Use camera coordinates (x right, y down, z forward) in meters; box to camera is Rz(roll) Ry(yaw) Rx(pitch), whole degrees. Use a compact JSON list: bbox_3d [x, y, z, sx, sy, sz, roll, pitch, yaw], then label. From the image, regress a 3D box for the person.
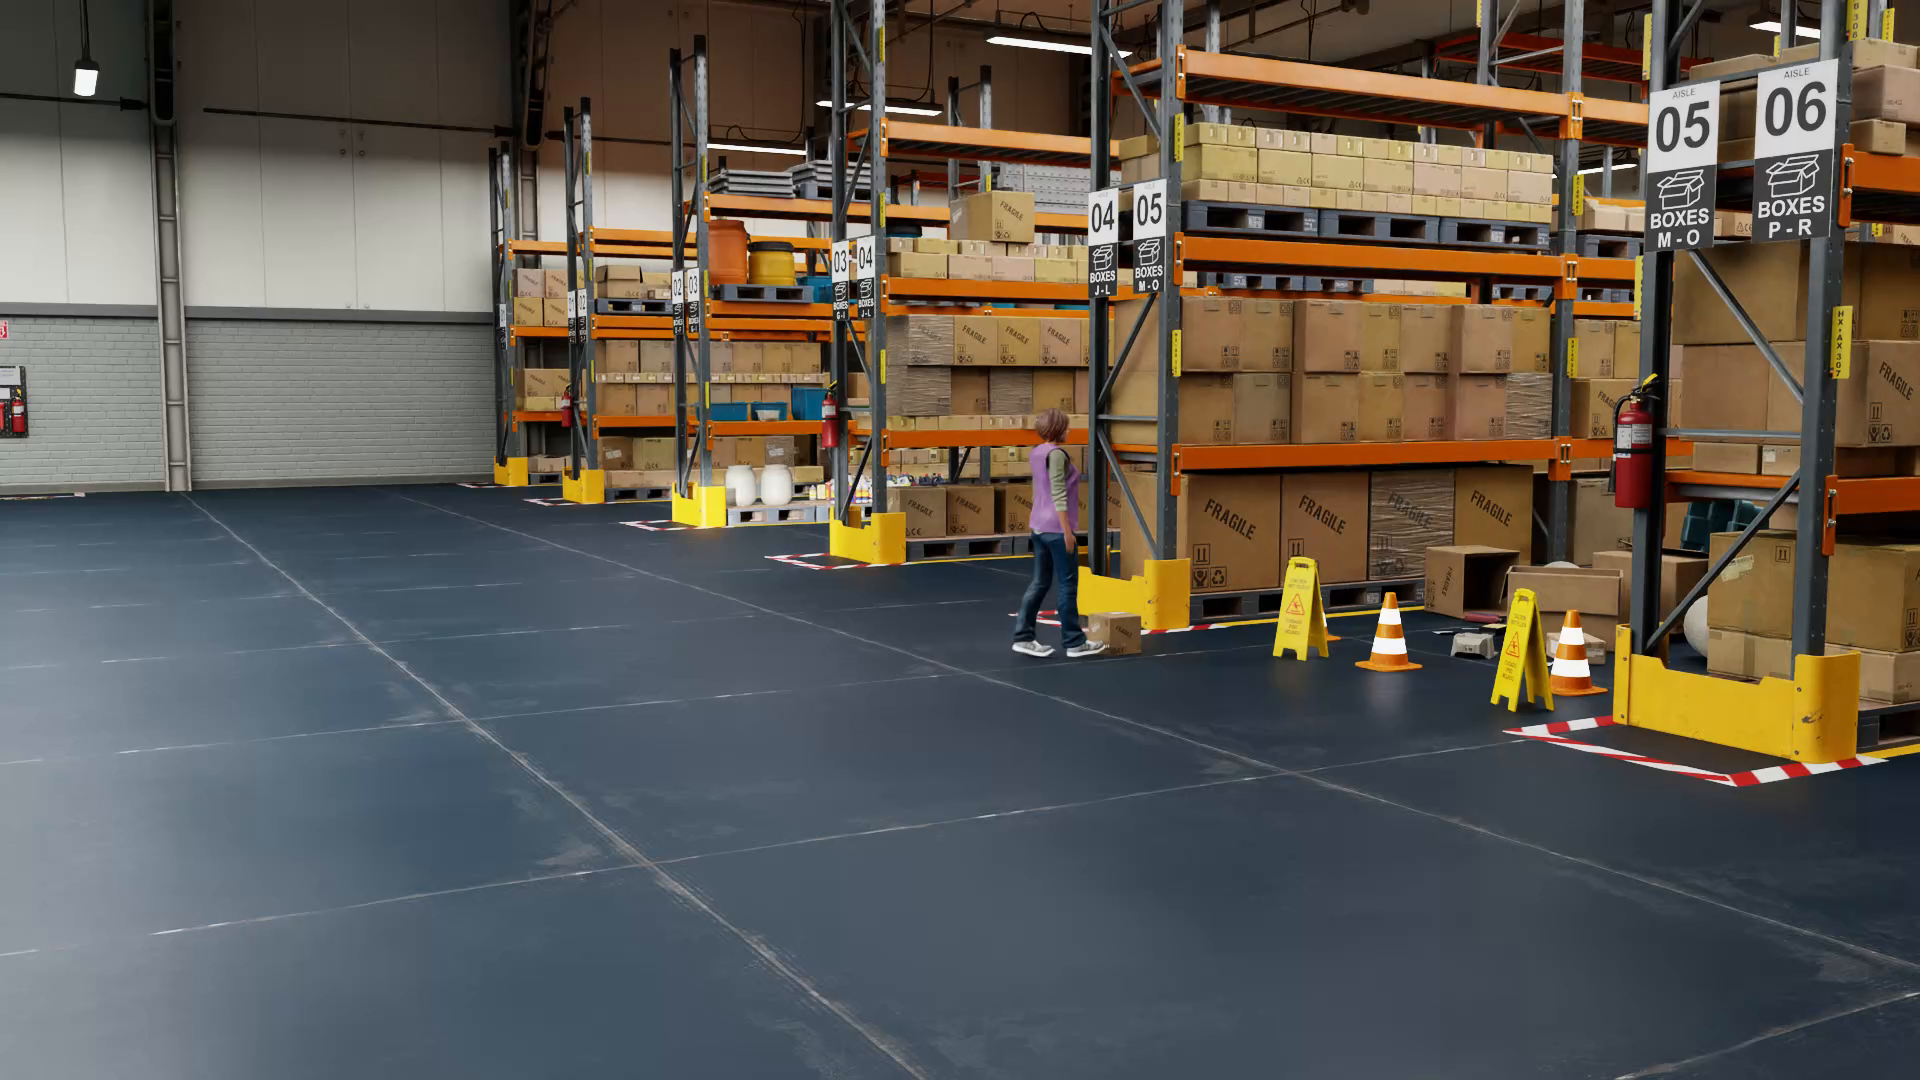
[{"bbox_3d":[0.637,-0.044,10.625,0.597,1.603,0.428,-2,6,-19],"label":"person"}]
